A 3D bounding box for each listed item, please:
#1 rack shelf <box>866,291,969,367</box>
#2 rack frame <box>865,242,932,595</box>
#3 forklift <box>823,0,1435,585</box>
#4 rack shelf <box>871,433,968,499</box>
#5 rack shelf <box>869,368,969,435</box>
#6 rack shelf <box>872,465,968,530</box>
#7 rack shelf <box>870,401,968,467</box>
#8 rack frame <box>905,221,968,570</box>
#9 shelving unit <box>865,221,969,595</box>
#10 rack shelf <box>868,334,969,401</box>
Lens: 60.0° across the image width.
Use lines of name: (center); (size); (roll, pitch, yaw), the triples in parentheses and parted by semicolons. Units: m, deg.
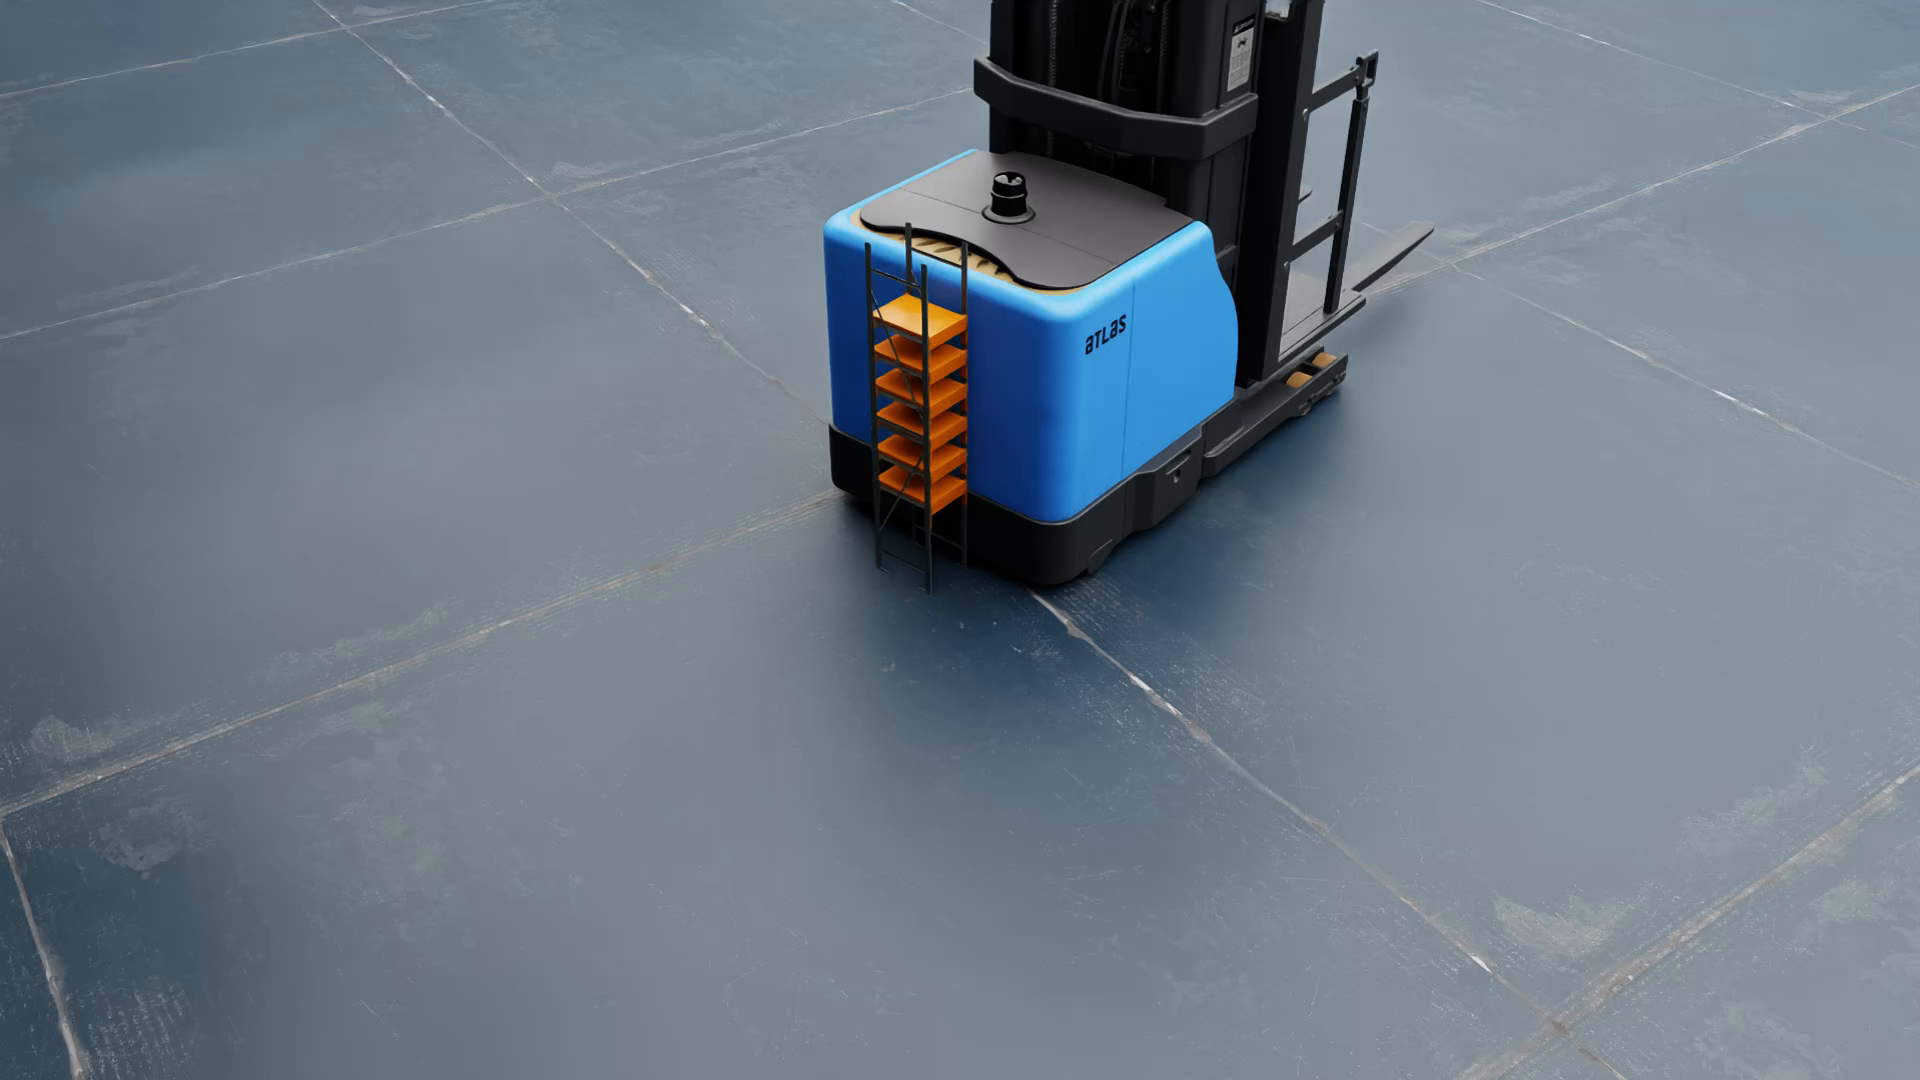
rack shelf: (-0.130, -0.647, 5.082); (0.258, 0.103, 0.180); (26, 43, 31)
rack frame: (-0.188, -0.350, 5.209); (0.240, 1.200, 0.006); (26, 43, 31)
forklift: (0.866, -1.837, 5.793); (1.130, 2.935, 3.031); (26, 43, 31)
rack shelf: (-0.130, -0.258, 5.362); (0.258, 0.103, 0.180); (26, 43, 31)
rack shelf: (-0.130, -0.452, 5.222); (0.258, 0.103, 0.180); (26, 43, 31)
rack shelf: (-0.130, -0.160, 5.432); (0.258, 0.103, 0.180); (26, 43, 31)
rack shelf: (-0.130, -0.355, 5.292); (0.258, 0.103, 0.180); (26, 43, 31)
rack frame: (-0.072, -0.432, 5.323); (0.240, 1.200, 0.006); (26, 43, 31)
shelving unit: (-0.130, -0.391, 5.266); (0.258, 1.200, 0.189); (26, 43, 31)
rack shelf: (-0.130, -0.550, 5.152); (0.258, 0.103, 0.180); (26, 43, 31)
